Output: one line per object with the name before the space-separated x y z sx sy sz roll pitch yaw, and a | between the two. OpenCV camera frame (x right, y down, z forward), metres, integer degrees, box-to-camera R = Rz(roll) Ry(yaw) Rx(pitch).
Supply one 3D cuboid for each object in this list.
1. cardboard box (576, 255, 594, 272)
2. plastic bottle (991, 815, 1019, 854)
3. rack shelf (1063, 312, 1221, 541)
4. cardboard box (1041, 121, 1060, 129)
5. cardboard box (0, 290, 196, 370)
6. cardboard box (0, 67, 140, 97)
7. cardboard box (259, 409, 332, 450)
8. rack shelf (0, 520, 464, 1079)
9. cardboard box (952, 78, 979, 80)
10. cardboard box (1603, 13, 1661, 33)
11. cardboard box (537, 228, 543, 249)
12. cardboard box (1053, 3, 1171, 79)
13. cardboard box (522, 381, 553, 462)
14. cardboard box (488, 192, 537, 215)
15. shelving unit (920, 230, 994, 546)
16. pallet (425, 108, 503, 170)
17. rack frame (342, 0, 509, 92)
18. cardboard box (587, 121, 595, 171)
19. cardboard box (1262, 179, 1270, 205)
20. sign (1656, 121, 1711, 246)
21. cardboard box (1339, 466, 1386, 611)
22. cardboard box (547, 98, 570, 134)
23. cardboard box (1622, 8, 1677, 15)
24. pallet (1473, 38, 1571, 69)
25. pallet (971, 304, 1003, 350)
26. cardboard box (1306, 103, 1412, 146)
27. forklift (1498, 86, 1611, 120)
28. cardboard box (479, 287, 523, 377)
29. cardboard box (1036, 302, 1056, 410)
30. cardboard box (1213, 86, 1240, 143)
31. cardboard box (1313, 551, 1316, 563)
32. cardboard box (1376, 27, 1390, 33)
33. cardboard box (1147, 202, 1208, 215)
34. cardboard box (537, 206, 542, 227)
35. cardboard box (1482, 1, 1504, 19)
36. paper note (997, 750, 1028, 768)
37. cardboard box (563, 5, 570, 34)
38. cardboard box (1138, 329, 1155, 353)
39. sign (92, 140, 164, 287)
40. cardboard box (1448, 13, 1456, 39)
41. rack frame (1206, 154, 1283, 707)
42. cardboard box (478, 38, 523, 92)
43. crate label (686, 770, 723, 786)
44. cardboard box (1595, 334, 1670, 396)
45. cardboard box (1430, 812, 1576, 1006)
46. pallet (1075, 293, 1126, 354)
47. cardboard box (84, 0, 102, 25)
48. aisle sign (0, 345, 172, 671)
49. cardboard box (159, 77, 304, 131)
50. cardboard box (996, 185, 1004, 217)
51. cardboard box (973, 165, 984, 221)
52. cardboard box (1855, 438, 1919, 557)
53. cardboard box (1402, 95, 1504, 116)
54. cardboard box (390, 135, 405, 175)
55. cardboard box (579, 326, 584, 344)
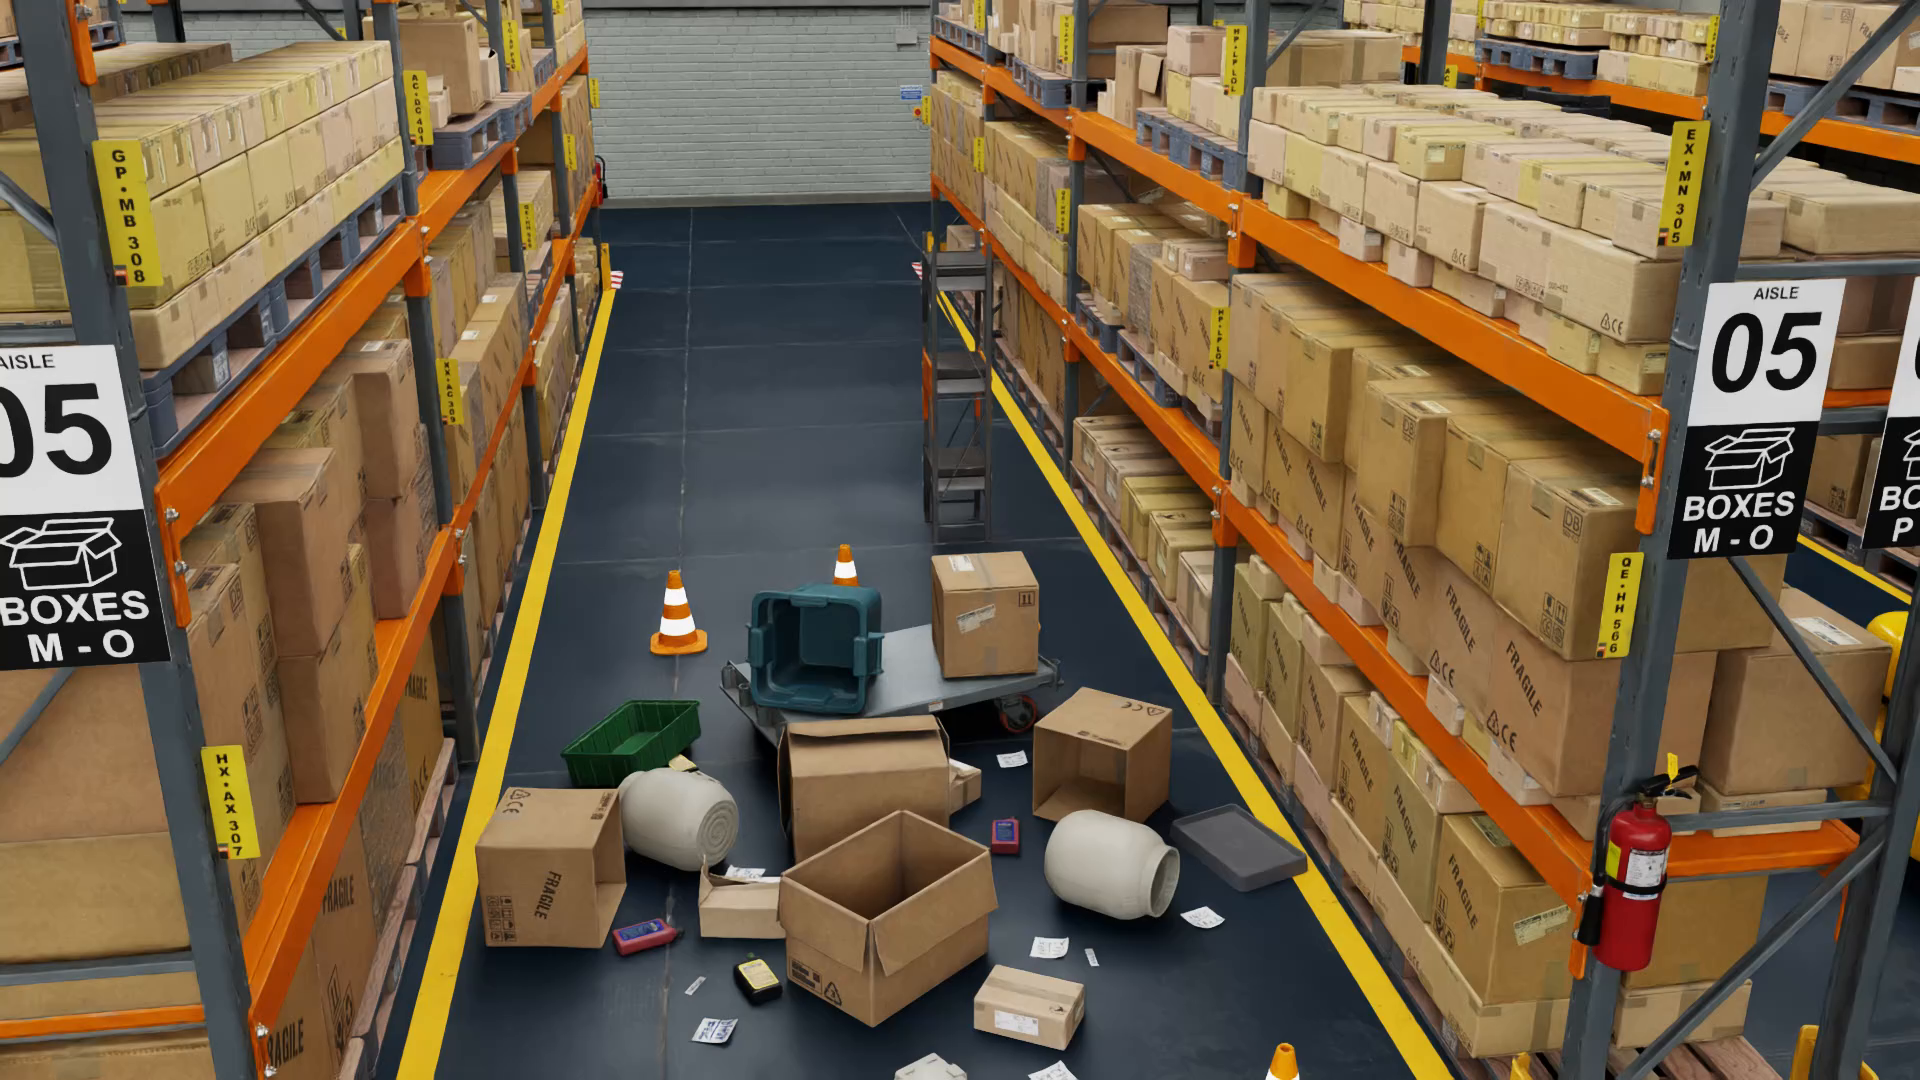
cardboard box | -4.191 -3.009 18.109 0.380 0.149 0.250 -2 21 -6
plastic bottle | 0.215 1.393 7.900 0.133 0.061 0.283 1 20 2
rack shelf | 1.597 -0.881 10.815 1.077 0.370 4.000 -3 21 -8
cardboard box | 1.045 -3.668 15.679 0.500 0.500 0.500 -2 21 -6
cardboard box | -2.154 -0.522 4.155 0.380 0.149 0.250 -3 21 -7
cardboard box | -3.098 -1.562 5.799 0.380 0.149 0.250 -3 21 -8
cardboard box | -2.759 -0.126 6.008 0.875 0.550 0.500 -3 21 -8
rack shelf | -2.710 0.789 6.345 1.077 0.370 4.000 -3 21 -8
cardboard box | 0.111 -5.001 18.320 0.380 0.149 0.250 -3 21 -7
cardboard box | 5.690 -4.376 14.078 0.380 0.149 0.250 -3 21 -8
cardboard box | -3.708 -2.511 13.911 0.380 0.149 0.250 -2 21 -5
cardboard box | 1.105 -3.683 12.256 0.797 0.503 0.637 -4 21 -11
cardboard box | -3.425 -0.909 12.836 0.500 0.500 0.500 -4 21 -10
cardboard box | -3.714 -2.788 13.802 0.380 0.149 0.250 -4 21 -10
shelving unit | -0.024 -1.041 11.502 0.431 2.100 0.503 -3 21 -8
pallet | -3.266 -2.335 9.664 1.003 0.211 1.213 -2 21 -5
rack frame | -3.575 -4.436 10.732 1.000 3.000 0.127 -3 21 -8
cardboard box | -4.409 -4.439 18.746 0.500 0.500 0.500 -2 21 -7
cardboard box | 1.685 -1.691 8.029 0.380 0.149 0.250 -3 21 -9
sign | 1.910 -0.939 4.391 0.100 0.325 0.005 -3 21 -8
cardboard box | 1.920 -0.024 6.925 0.500 0.500 0.500 -3 21 -7
cardboard box | -4.066 -4.012 16.175 0.500 0.500 0.500 -4 21 -9
cardboard box | 6.050 -4.587 14.614 0.380 0.149 0.250 -2 21 -6
pallet | 5.668 -4.635 15.819 1.213 0.211 1.003 -3 21 -8
pallet | 0.700 -2.256 17.455 1.003 0.211 1.213 -3 21 -8
cardboard box | 1.714 -1.788 7.149 0.380 0.149 0.250 -3 21 -8
forklift | 4.790 -1.919 12.666 3.031 2.935 1.130 -7 21 -17
cardboard box | -3.174 -1.357 10.920 0.500 0.500 0.500 -3 21 -8
cardboard box | 1.167 -1.664 14.321 0.875 0.875 0.875 -3 21 -7
cardboard box | 1.658 -2.252 8.785 0.500 0.250 0.500 -3 21 -9
cardboard box | 1.840 0.071 7.598 0.380 0.149 0.250 -3 21 -8
cardboard box | 4.945 -5.736 18.859 0.380 0.149 0.250 -3 21 -8
cardboard box | 1.649 -2.150 12.017 0.500 0.500 0.500 -4 21 -9
cardboard box | -3.747 -2.739 14.097 0.380 0.149 0.250 -4 21 -11
cardboard box | 5.252 -5.092 15.965 0.380 0.149 0.250 -2 21 -6
paper note | 0.273 1.135 8.633 0.148 0.019 0.142 -3 21 -8
cardboard box | -4.110 -5.106 16.313 0.500 0.250 0.500 -3 21 -7
cardboard box | 1.356 -1.305 10.683 0.380 0.149 0.250 -2 21 -6
sign | -1.872 -0.733 3.743 0.100 0.325 0.005 -3 21 -8
cardboard box | 5.241 -5.355 17.269 0.500 0.250 0.500 -4 21 -10
rack frame | 1.885 -0.525 8.836 1.000 3.000 0.127 -3 21 -8
cardboard box | -3.394 -3.289 11.804 0.500 0.500 0.500 -3 21 -8
crate label | -1.317 1.251 8.171 0.250 0.136 0.298 17 27 39
cardboard box | 2.133 -0.537 4.940 0.380 0.149 0.250 -3 21 -8
cardboard box | 2.088 1.335 6.111 0.500 0.500 0.500 -3 21 -7
pallet | 1.517 -1.579 11.931 1.213 0.211 1.003 -3 21 -8
cardboard box | -9.523 -5.699 17.513 0.700 0.500 0.500 -4 21 -11
aisle sign | -2.115 -0.064 3.885 0.394 0.787 0.004 -3 21 -8
cardboard box | -2.375 -1.421 5.422 0.380 0.149 0.250 -3 21 -7
cardboard box | 0.619 -3.113 15.265 0.500 0.250 0.500 -3 21 -7
cardboard box | 0.412 -3.490 16.630 0.500 0.500 0.500 -3 21 -7
cardboard box | 6.606 -0.310 11.054 0.875 0.625 0.625 -3 21 -8
cardboard box | 2.209 -1.907 7.467 0.380 0.149 0.250 -2 21 -6
cardboard box | -2.630 -1.662 7.207 0.380 0.149 0.250 -3 21 -8
cardboard box | -3.886 -2.014 16.296 0.380 0.149 0.250 -4 21 -10
